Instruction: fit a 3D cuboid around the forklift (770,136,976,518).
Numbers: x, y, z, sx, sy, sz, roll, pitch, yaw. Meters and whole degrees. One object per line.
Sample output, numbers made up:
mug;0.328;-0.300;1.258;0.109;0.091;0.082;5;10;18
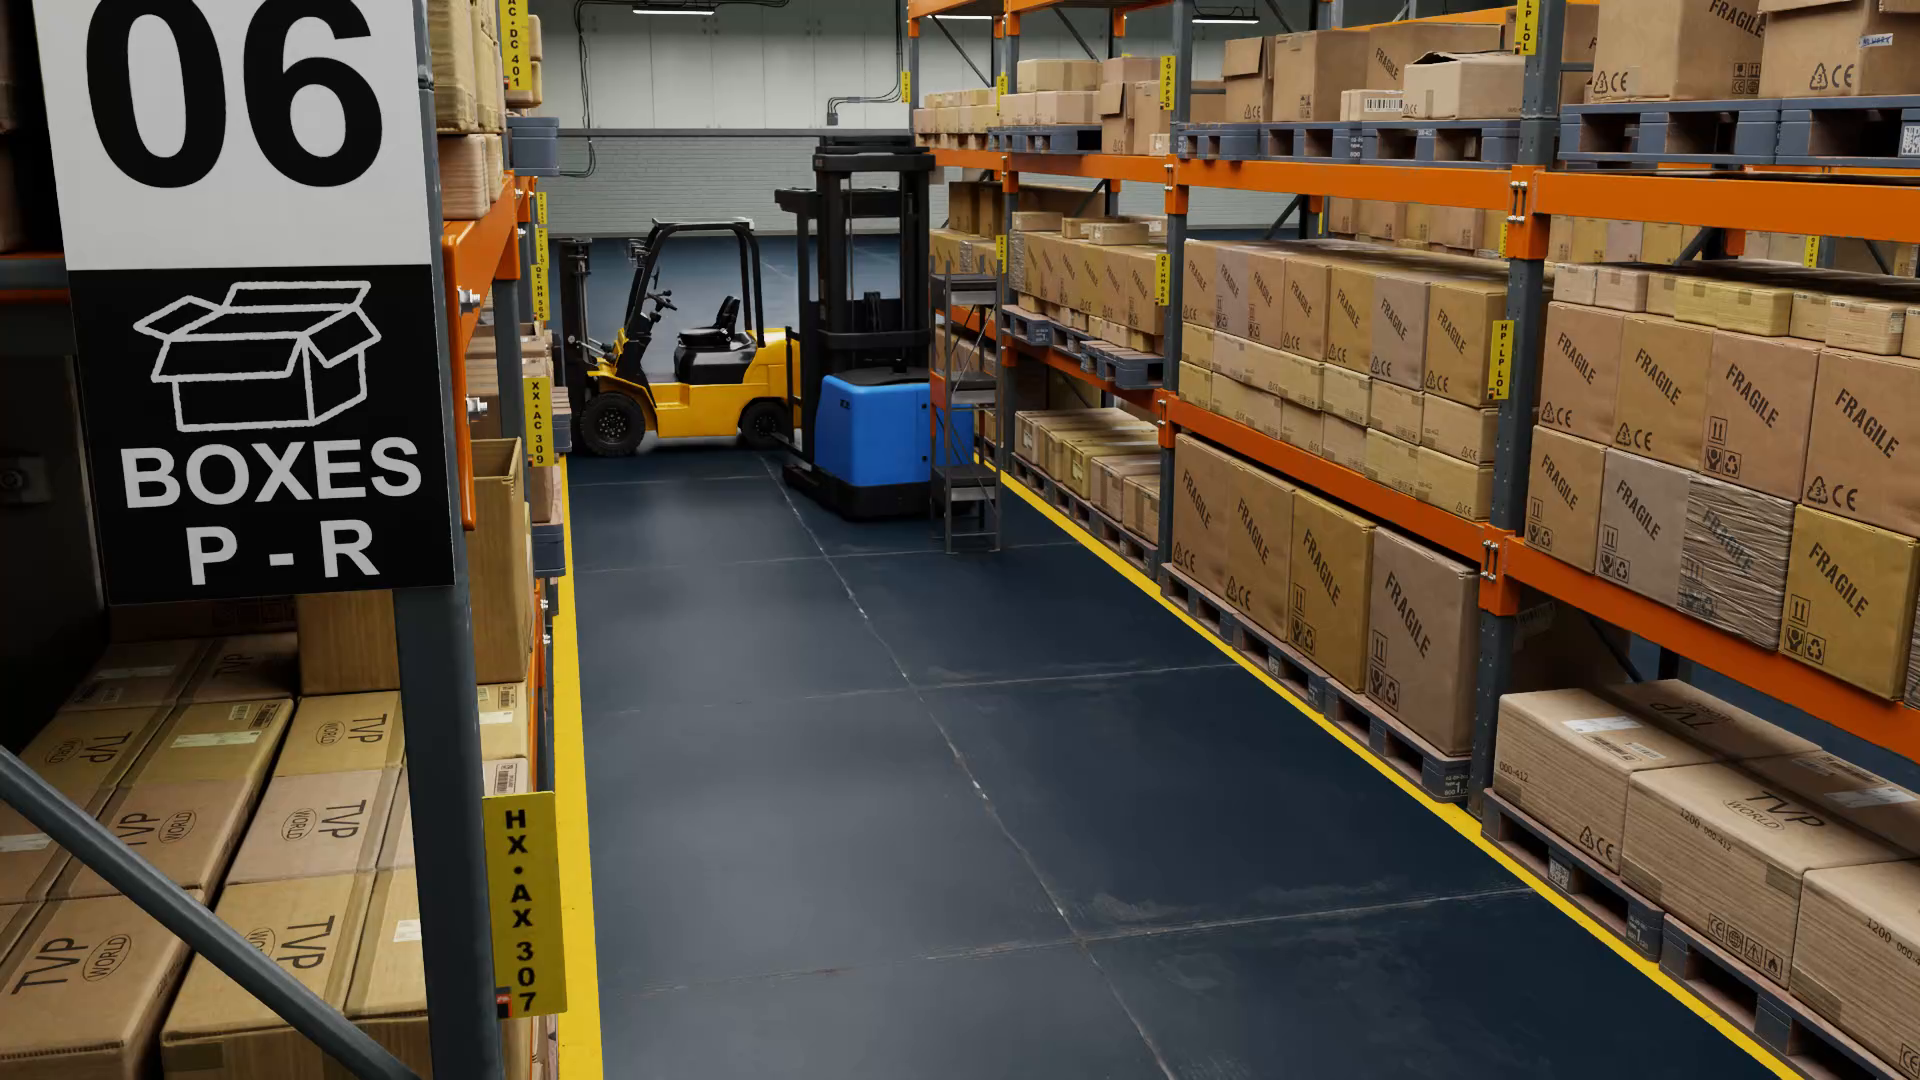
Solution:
forklift;-0.897;-1.903;14.039;1.130;2.935;3.031;-6;15;-22

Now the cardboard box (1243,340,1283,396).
cardboard box;1.931;-0.980;9.380;0.500;0.250;0.500;-3;14;-13

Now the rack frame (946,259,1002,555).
rack frame;0.096;-0.926;11.791;0.400;2.100;0.015;-3;14;-13

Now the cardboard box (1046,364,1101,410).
cardboard box;1.011;-1.482;15.502;0.500;0.500;0.500;-3;14;-11

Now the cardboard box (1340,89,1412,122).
cardboard box;2.176;-2.228;8.515;0.380;0.166;0.250;-2;14;-8

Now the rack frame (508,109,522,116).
rack frame;-2.997;-3.812;9.071;1.000;3.000;0.127;-3;14;-13

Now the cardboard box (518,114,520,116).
cardboard box;-2.641;-2.177;9.015;0.500;0.250;0.500;-4;14;-15

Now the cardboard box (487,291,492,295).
cardboard box;-3.009;-1.531;10.794;0.380;0.149;0.250;-3;14;-13

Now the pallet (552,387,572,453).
pallet;-2.770;-0.652;9.181;1.213;0.211;1.003;-3;14;-13

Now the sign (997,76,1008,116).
sign;0.362;-3.775;14.147;0.100;0.325;0.005;-3;14;-13

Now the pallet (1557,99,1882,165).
pallet;2.948;-1.478;6.021;1.003;0.211;1.213;-3;14;-13

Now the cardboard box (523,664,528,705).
cardboard box;-1.465;0.288;4.619;0.500;0.250;0.500;-3;14;-14

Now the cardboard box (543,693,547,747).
cardboard box;-2.200;0.673;7.733;0.500;0.500;0.500;-4;14;-15

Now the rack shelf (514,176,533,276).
rack shelf;-2.527;-1.544;7.623;1.077;0.370;4.000;-3;14;-13

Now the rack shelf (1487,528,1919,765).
rack shelf;3.236;0.558;5.338;1.077;0.370;4.000;-3;14;-13

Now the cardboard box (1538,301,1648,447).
cardboard box;2.643;-0.664;6.506;0.500;0.500;0.500;-3;14;-13

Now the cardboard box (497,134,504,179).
cardboard box;-1.686;-1.244;5.407;0.380;0.149;0.250;-3;14;-14

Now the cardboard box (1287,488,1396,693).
cardboard box;2.323;0.229;8.762;0.875;0.875;0.875;-3;14;-12

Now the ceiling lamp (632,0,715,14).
ceiling lamp;-7.110;-14.577;40.831;2.000;3.185;0.800;-3;14;-13

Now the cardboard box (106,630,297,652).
cardboard box;-1.960;0.317;4.499;0.500;0.250;0.500;-3;14;-12

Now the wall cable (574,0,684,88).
wall cable;-9.411;-14.217;47.559;3.097;2.526;0.112;-3;14;-13

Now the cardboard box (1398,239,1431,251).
cardboard box;5.192;-2.928;17.777;0.875;0.550;0.500;-3;14;-13

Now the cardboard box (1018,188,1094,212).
cardboard box;0.896;-3.010;15.482;0.700;0.500;0.500;-3;14;-13

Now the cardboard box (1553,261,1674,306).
cardboard box;2.588;-1.015;6.577;0.380;0.149;0.250;-3;14;-14

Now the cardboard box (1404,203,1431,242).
cardboard box;5.255;-3.456;17.663;0.875;0.550;0.500;-3;14;-13

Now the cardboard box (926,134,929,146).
cardboard box;-0.141;-4.206;17.532;0.380;0.149;0.250;-4;14;-15

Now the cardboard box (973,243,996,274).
cardboard box;0.414;-2.498;15.496;0.500;0.500;0.500;-3;14;-11

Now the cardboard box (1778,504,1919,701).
cardboard box;2.968;0.172;5.193;0.500;0.500;0.500;-3;14;-12

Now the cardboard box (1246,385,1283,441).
cardboard box;1.953;-0.737;9.439;0.500;0.250;0.500;-3;14;-11

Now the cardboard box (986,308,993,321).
cardboard box;0.450;-2.091;15.193;0.380;0.149;0.250;-3;14;-12

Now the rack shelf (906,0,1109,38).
rack shelf;0.418;-5.123;15.958;1.077;0.370;4.000;-3;14;-13

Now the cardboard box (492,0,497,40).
cardboard box;-1.705;-1.644;5.151;0.500;0.250;0.500;-3;14;-13

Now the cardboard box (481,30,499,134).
cardboard box;-1.460;-1.169;4.259;0.500;0.250;0.500;-3;14;-12

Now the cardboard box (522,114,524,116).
cardboard box;-3.146;-2.948;10.546;0.700;0.500;0.500;-4;14;-14

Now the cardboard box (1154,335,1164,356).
cardboard box;1.521;-1.320;11.154;0.380;0.149;0.250;-3;14;-11

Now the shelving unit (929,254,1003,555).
shelving unit;0.039;-0.982;12.022;0.431;2.100;0.503;-3;14;-13

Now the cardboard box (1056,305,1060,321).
cardboard box;0.977;-1.797;13.107;0.380;0.149;0.250;-3;14;-13

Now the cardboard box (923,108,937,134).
cardboard box;-0.084;-4.302;17.086;0.500;0.250;0.500;-3;14;-14

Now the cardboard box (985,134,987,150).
cardboard box;0.446;-3.671;15.343;0.380;0.149;0.250;-4;14;-15

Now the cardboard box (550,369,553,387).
cardboard box;-3.745;-1.304;14.246;0.500;0.250;0.500;-4;14;-14

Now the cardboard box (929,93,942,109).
cardboard box;-0.107;-4.470;16.931;0.380;0.149;0.250;-3;14;-13

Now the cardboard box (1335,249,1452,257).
cardboard box;2.441;-1.372;9.406;0.500;0.500;0.500;-3;14;-13

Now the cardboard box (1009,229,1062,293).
cardboard box;0.719;-2.371;14.090;0.500;0.500;0.500;-3;14;-12

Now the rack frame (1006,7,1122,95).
rack frame;0.887;-5.013;13.984;1.000;3.000;0.127;-3;14;-13

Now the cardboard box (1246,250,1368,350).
cardboard box;1.937;-1.348;9.308;0.500;0.500;0.500;-3;14;-12

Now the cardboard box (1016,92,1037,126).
cardboard box;0.755;-3.413;13.186;0.500;0.250;0.500;-3;14;-14

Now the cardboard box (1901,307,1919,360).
cardboard box;3.030;-0.604;4.895;0.380;0.149;0.250;-3;14;-11

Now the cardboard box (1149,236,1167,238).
cardboard box;1.452;-2.168;13.258;0.500;0.500;0.500;-3;14;-11

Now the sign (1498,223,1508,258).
sign;5.136;-2.825;15.680;0.100;0.325;0.005;-3;14;-13

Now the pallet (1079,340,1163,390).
pallet;1.556;-1.241;11.590;1.213;0.211;1.003;-3;14;-13

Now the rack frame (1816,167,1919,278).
rack frame;6.615;-1.475;12.143;1.000;3.000;0.127;-3;14;-13

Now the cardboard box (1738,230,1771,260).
cardboard box;6.399;-2.230;12.916;0.700;0.500;0.500;-3;14;-14

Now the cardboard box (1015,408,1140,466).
cardboard box;1.013;-0.905;14.463;0.950;0.372;0.625;-3;14;-12
